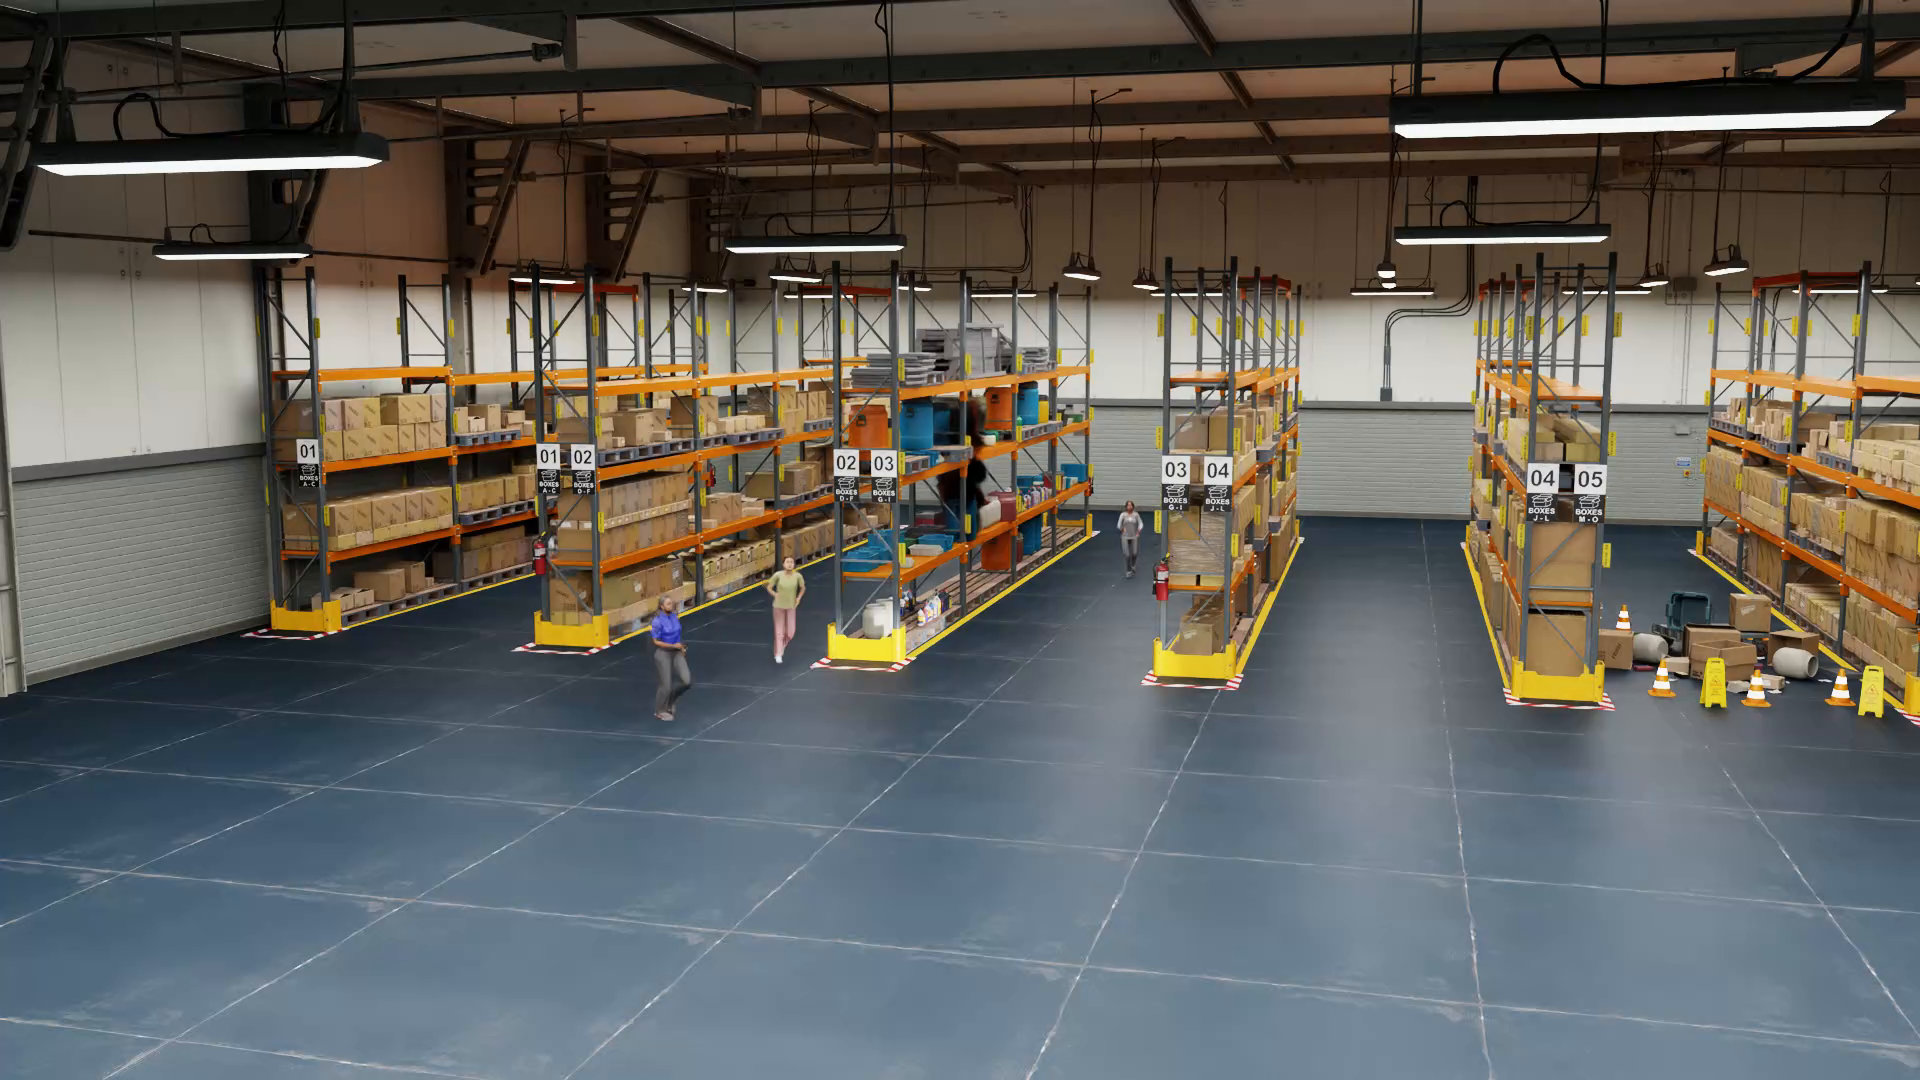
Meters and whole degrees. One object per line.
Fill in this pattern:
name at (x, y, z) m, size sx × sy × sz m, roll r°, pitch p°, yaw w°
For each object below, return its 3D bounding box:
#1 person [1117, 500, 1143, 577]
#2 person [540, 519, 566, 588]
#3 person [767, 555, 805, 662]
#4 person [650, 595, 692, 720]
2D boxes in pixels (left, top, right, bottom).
person at (3.426, -0.009, 33.475) m, size 0.525 × 1.532 × 0.524 m, roll 0°, pitch 7°, yaw 3°
person at (-7.094, 0.473, 29.163) m, size 0.634 × 1.696 × 0.587 m, roll 3°, pitch 8°, yaw 19°
person at (-2.611, 1.029, 25.110) m, size 0.600 × 1.622 × 0.574 m, roll -2°, pitch 7°, yaw -12°
person at (-3.679, 1.507, 21.259) m, size 0.587 × 1.619 × 0.558 m, roll 6°, pitch 9°, yaw 37°
